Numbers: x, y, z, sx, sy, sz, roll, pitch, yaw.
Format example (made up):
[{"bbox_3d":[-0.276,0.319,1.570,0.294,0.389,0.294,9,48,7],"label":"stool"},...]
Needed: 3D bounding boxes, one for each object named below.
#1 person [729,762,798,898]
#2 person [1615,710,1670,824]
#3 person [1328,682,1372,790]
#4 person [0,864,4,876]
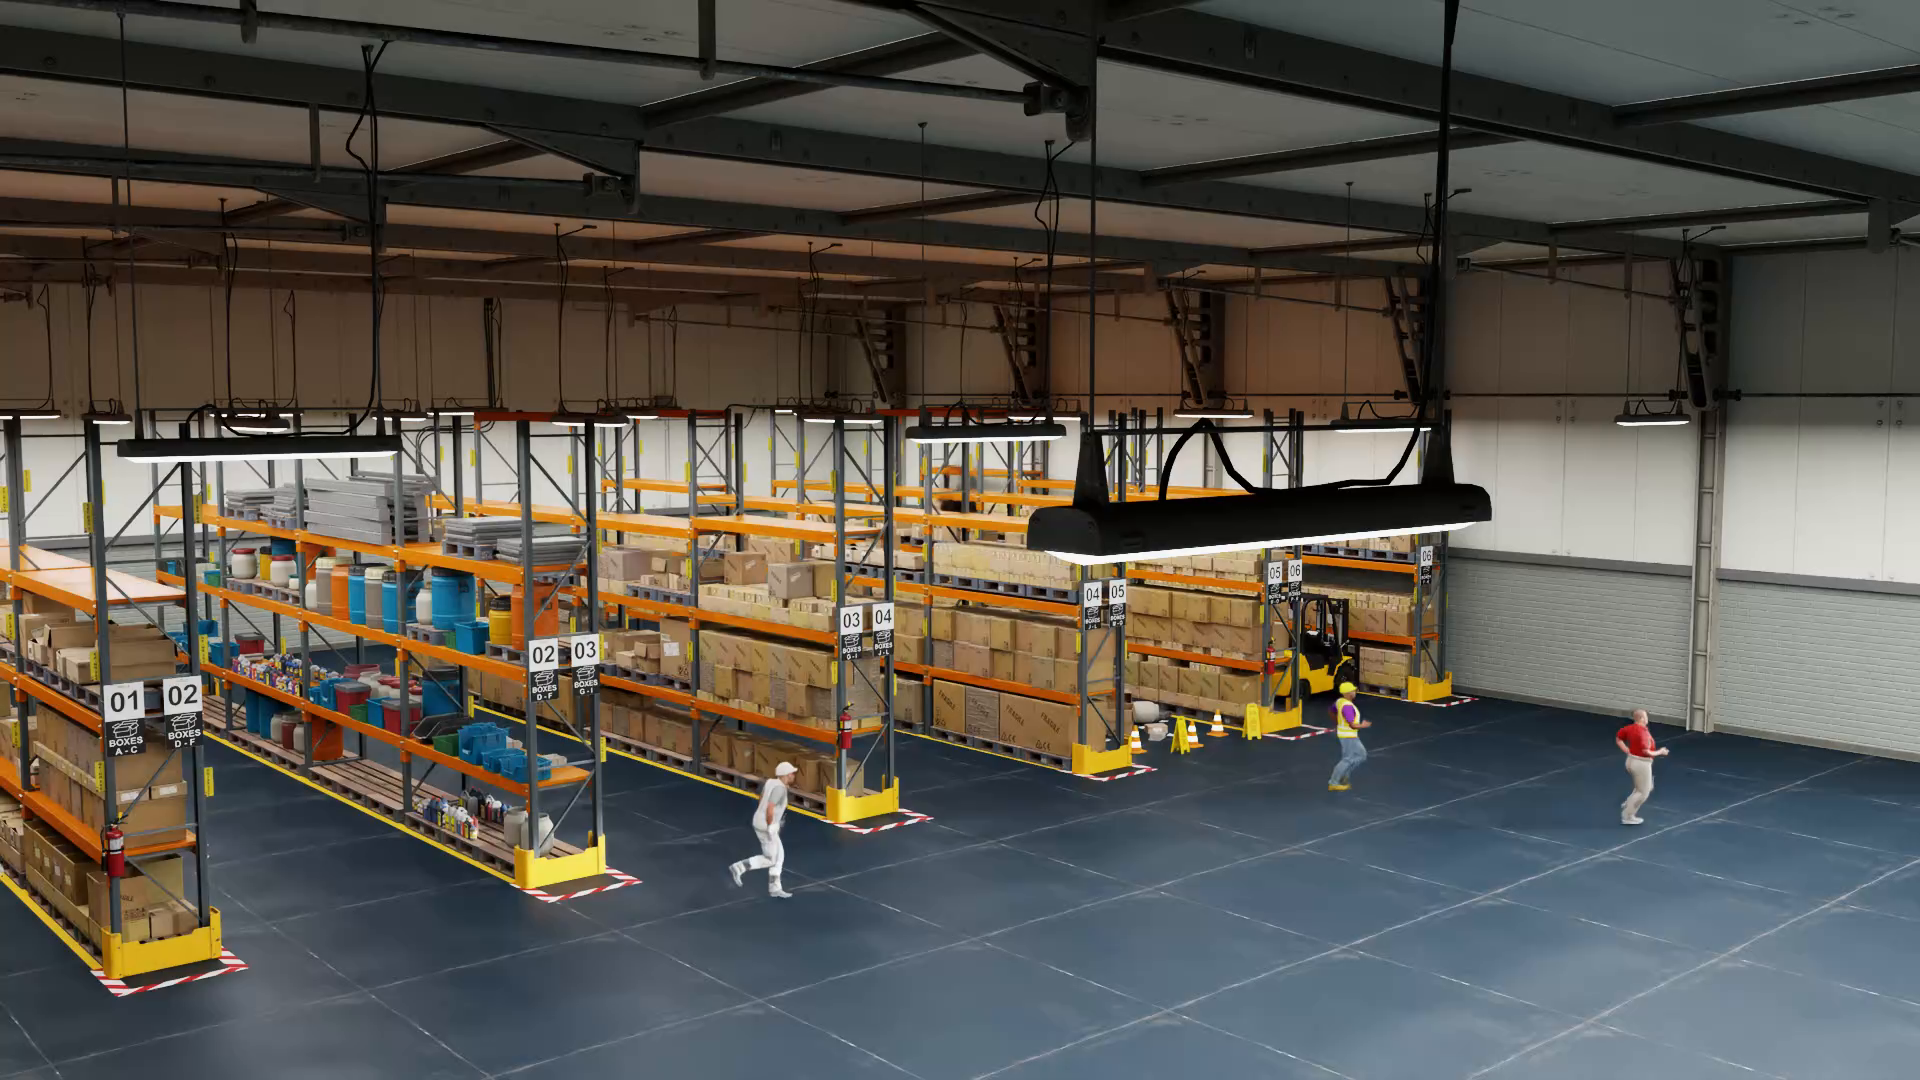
[{"bbox_3d":[-2.478,3.661,20.910,0.910,1.722,0.659,-2,5,-23],"label":"person"},{"bbox_3d":[10.062,3.335,24.484,0.645,1.705,0.640,0,5,-4],"label":"person"},{"bbox_3d":[6.215,3.125,26.481,0.666,1.742,0.677,1,5,7],"label":"person"},{"bbox_3d":[-10.700,3.874,18.016,0.903,1.686,0.612,4,7,41],"label":"person"}]
